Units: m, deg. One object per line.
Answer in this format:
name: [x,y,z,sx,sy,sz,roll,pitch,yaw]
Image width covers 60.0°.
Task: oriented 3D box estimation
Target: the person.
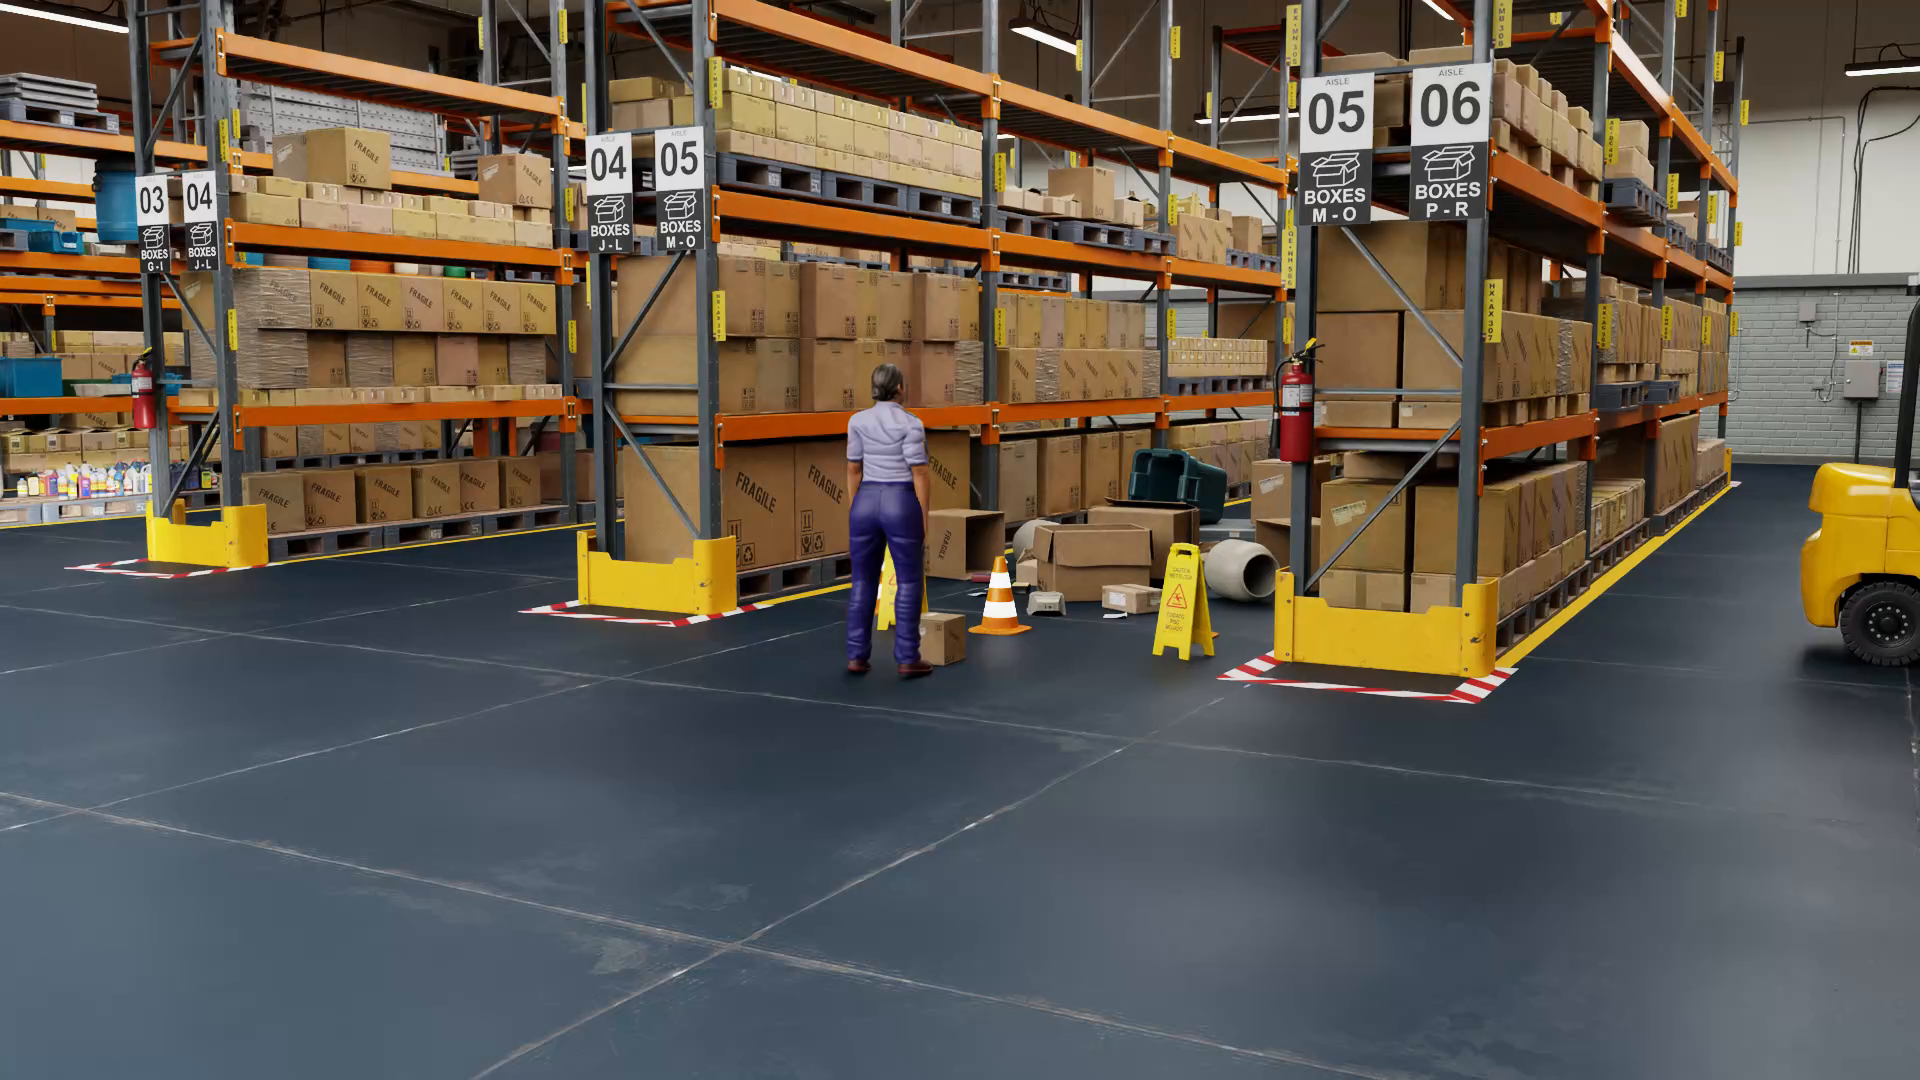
person: [-0.380,-0.096,8.843,0.506,1.657,0.351,2,7,22]
